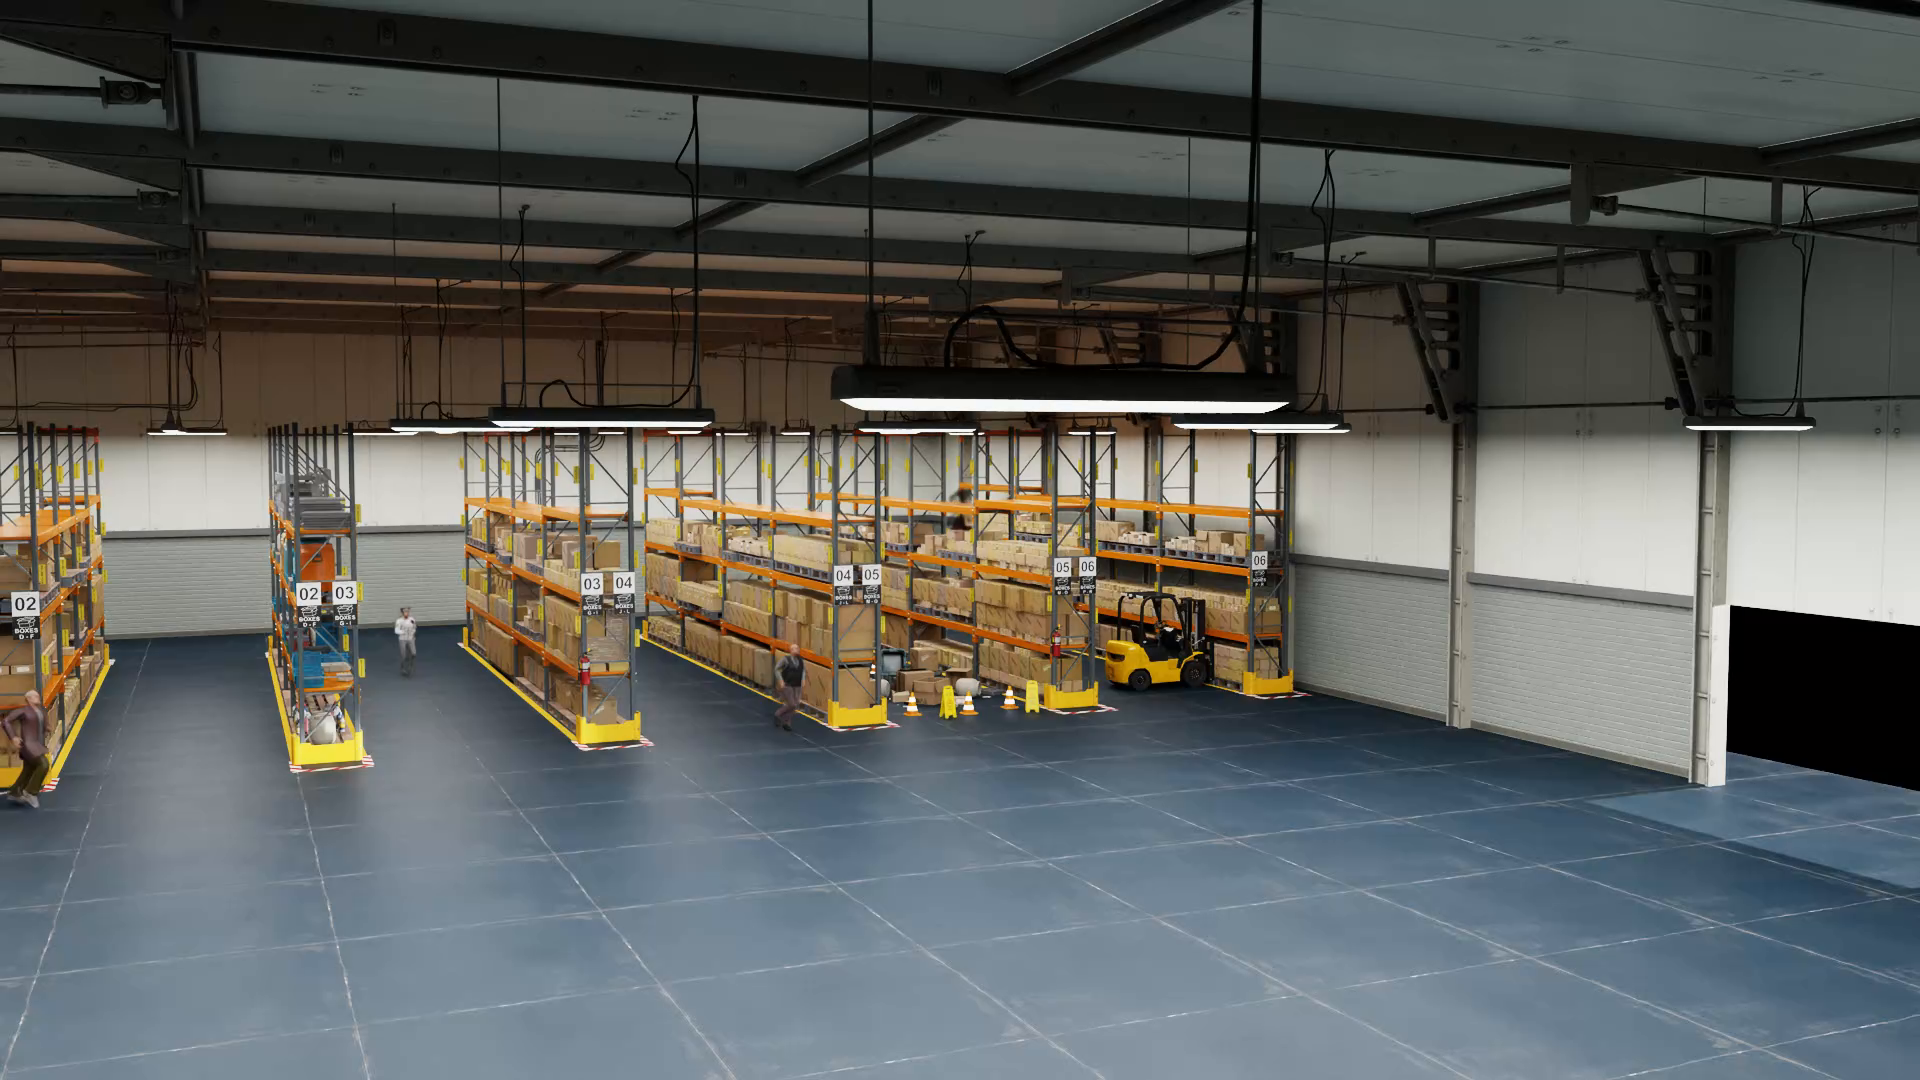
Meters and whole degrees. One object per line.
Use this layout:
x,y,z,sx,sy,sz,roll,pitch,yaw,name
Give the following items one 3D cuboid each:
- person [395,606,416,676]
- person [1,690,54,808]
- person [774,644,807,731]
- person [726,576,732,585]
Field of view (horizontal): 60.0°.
-13.356,2.438,40.170,0.564,1.701,0.691,-2,4,-34,person
-14.545,3.257,26.041,0.723,1.807,0.706,0,3,-3,person
-3.293,2.895,32.742,0.681,1.685,0.546,-3,5,-43,person
-6.663,1.914,48.118,0.717,1.745,0.767,-2,4,-31,person
